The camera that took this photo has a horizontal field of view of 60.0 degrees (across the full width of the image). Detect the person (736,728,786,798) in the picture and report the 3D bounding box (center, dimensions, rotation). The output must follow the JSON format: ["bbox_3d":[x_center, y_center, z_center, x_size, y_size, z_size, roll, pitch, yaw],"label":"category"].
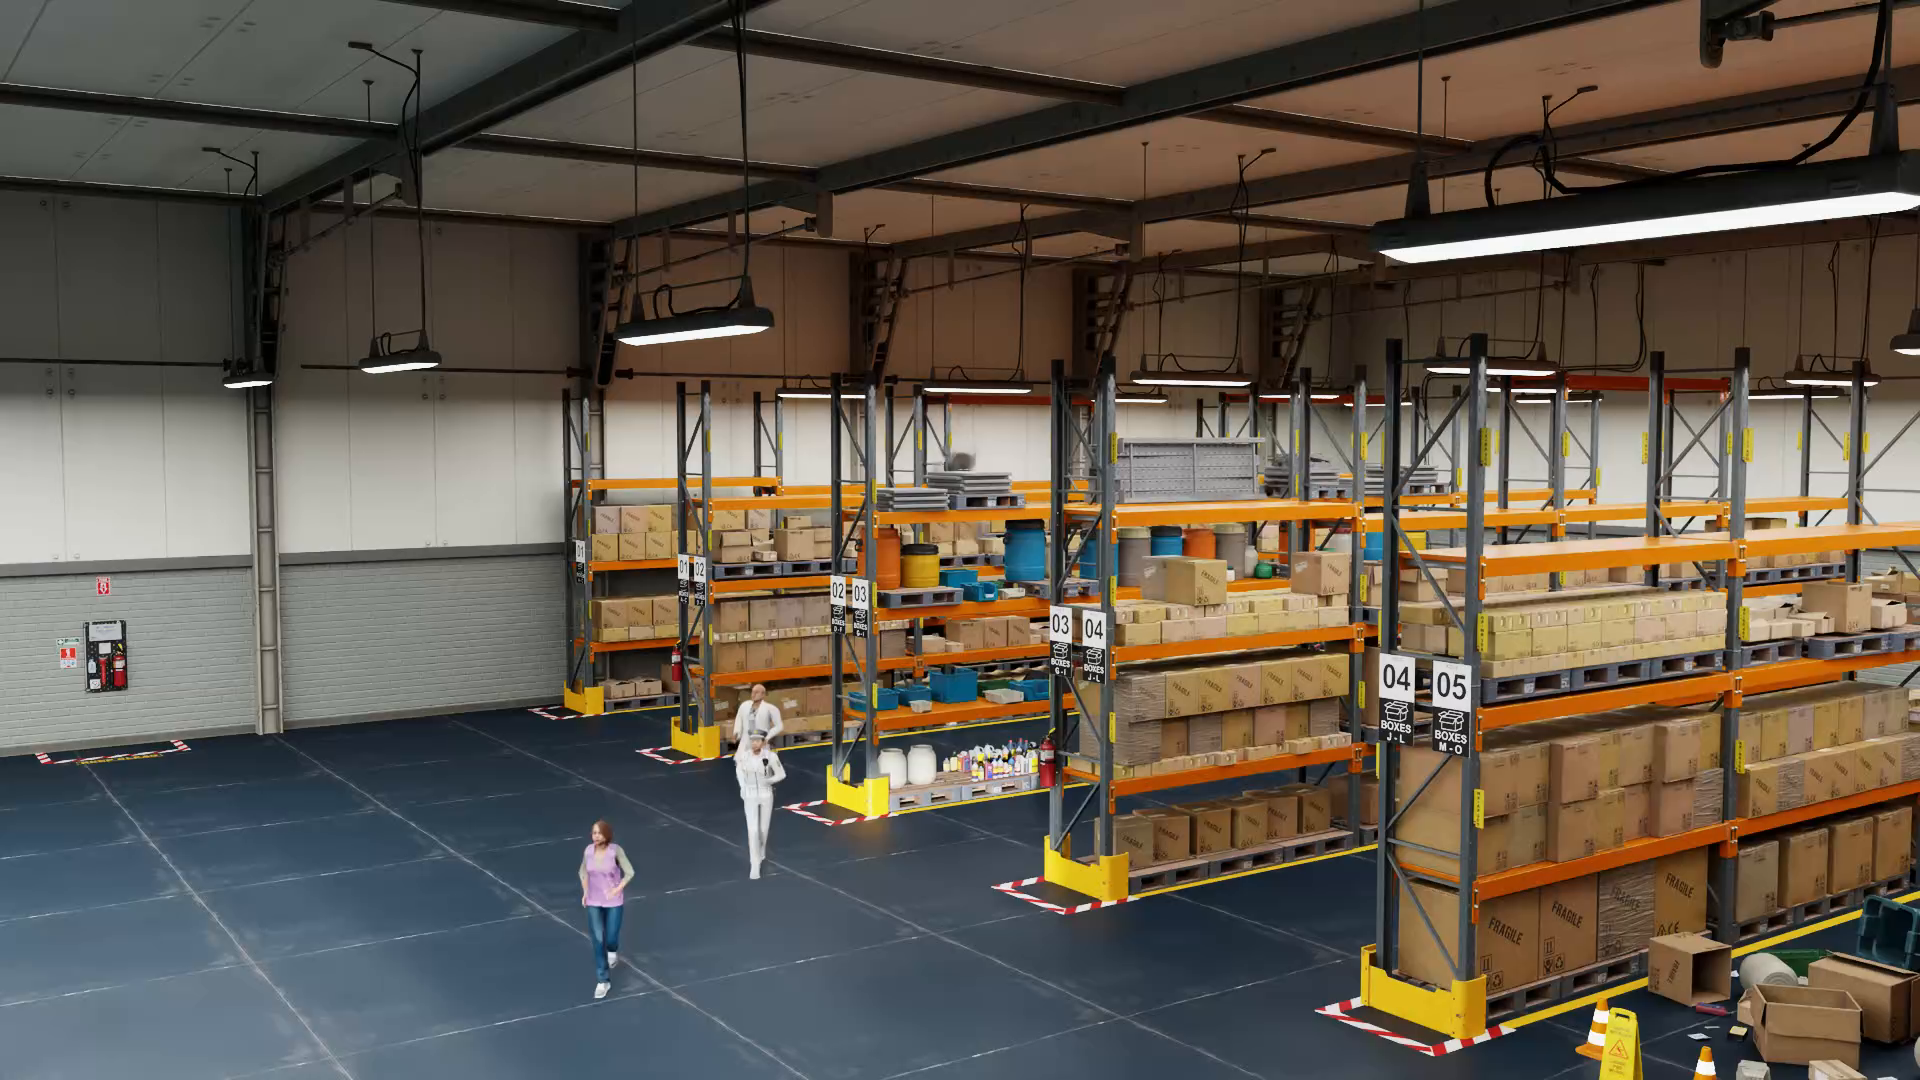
[{"bbox_3d":[-2.351,2.611,19.593,0.597,0.811,0.451,0,4,-4],"label":"person"}]

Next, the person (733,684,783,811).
[{"bbox_3d":[-2.785,2.838,22.825,0.739,1.731,0.601,1,4,20],"label":"person"}]

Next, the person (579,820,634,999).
[{"bbox_3d":[-3.299,3.391,15.499,0.533,1.590,0.697,0,4,1],"label":"person"}]
